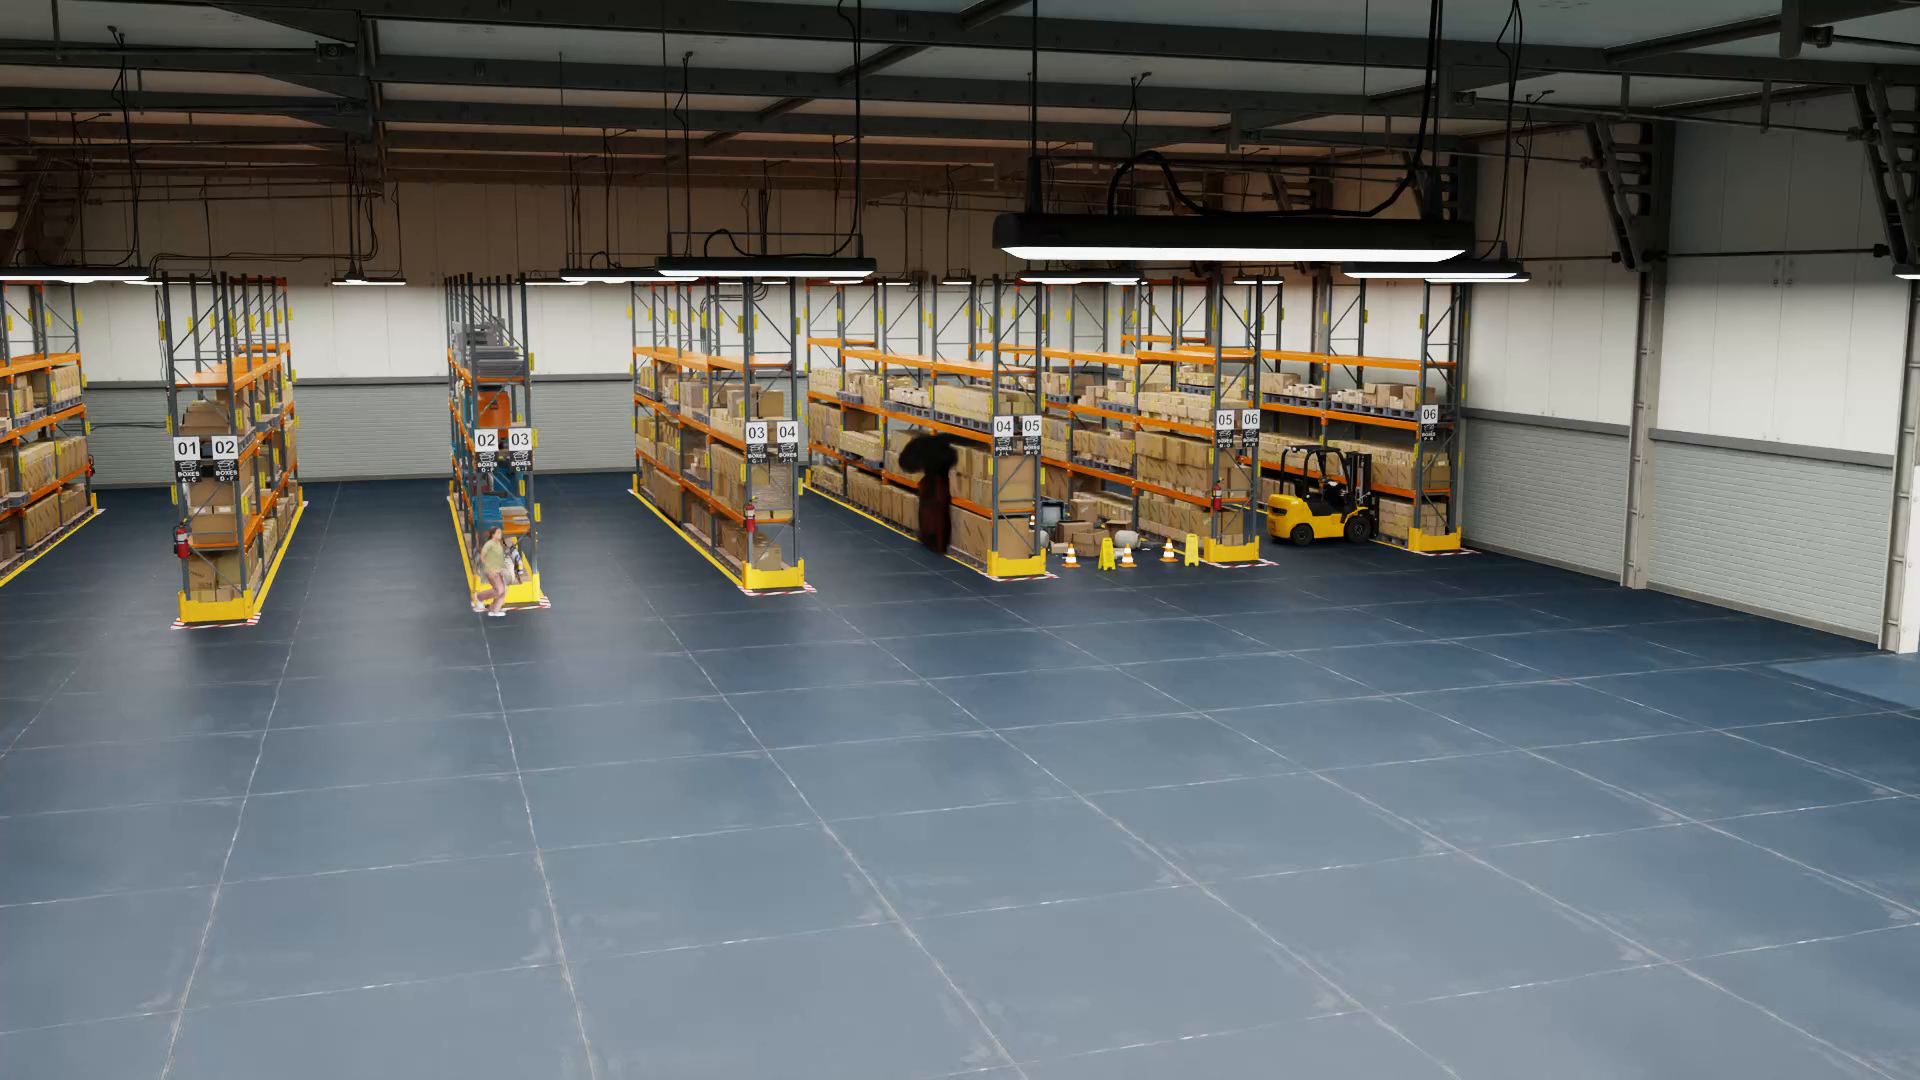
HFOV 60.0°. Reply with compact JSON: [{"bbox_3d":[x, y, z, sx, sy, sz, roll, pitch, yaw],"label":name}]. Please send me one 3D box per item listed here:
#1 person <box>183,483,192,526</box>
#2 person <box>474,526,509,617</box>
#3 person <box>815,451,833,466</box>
[{"bbox_3d":[-18.010,-1.027,39.256,0.728,1.733,0.721,-5,10,-29],"label":"person"},{"bbox_3d":[-8.244,0.546,29.191,0.566,1.607,0.573,3,9,16],"label":"person"},{"bbox_3d":[-4.063,-2.621,50.071,0.672,1.599,0.935,6,11,35],"label":"person"}]
